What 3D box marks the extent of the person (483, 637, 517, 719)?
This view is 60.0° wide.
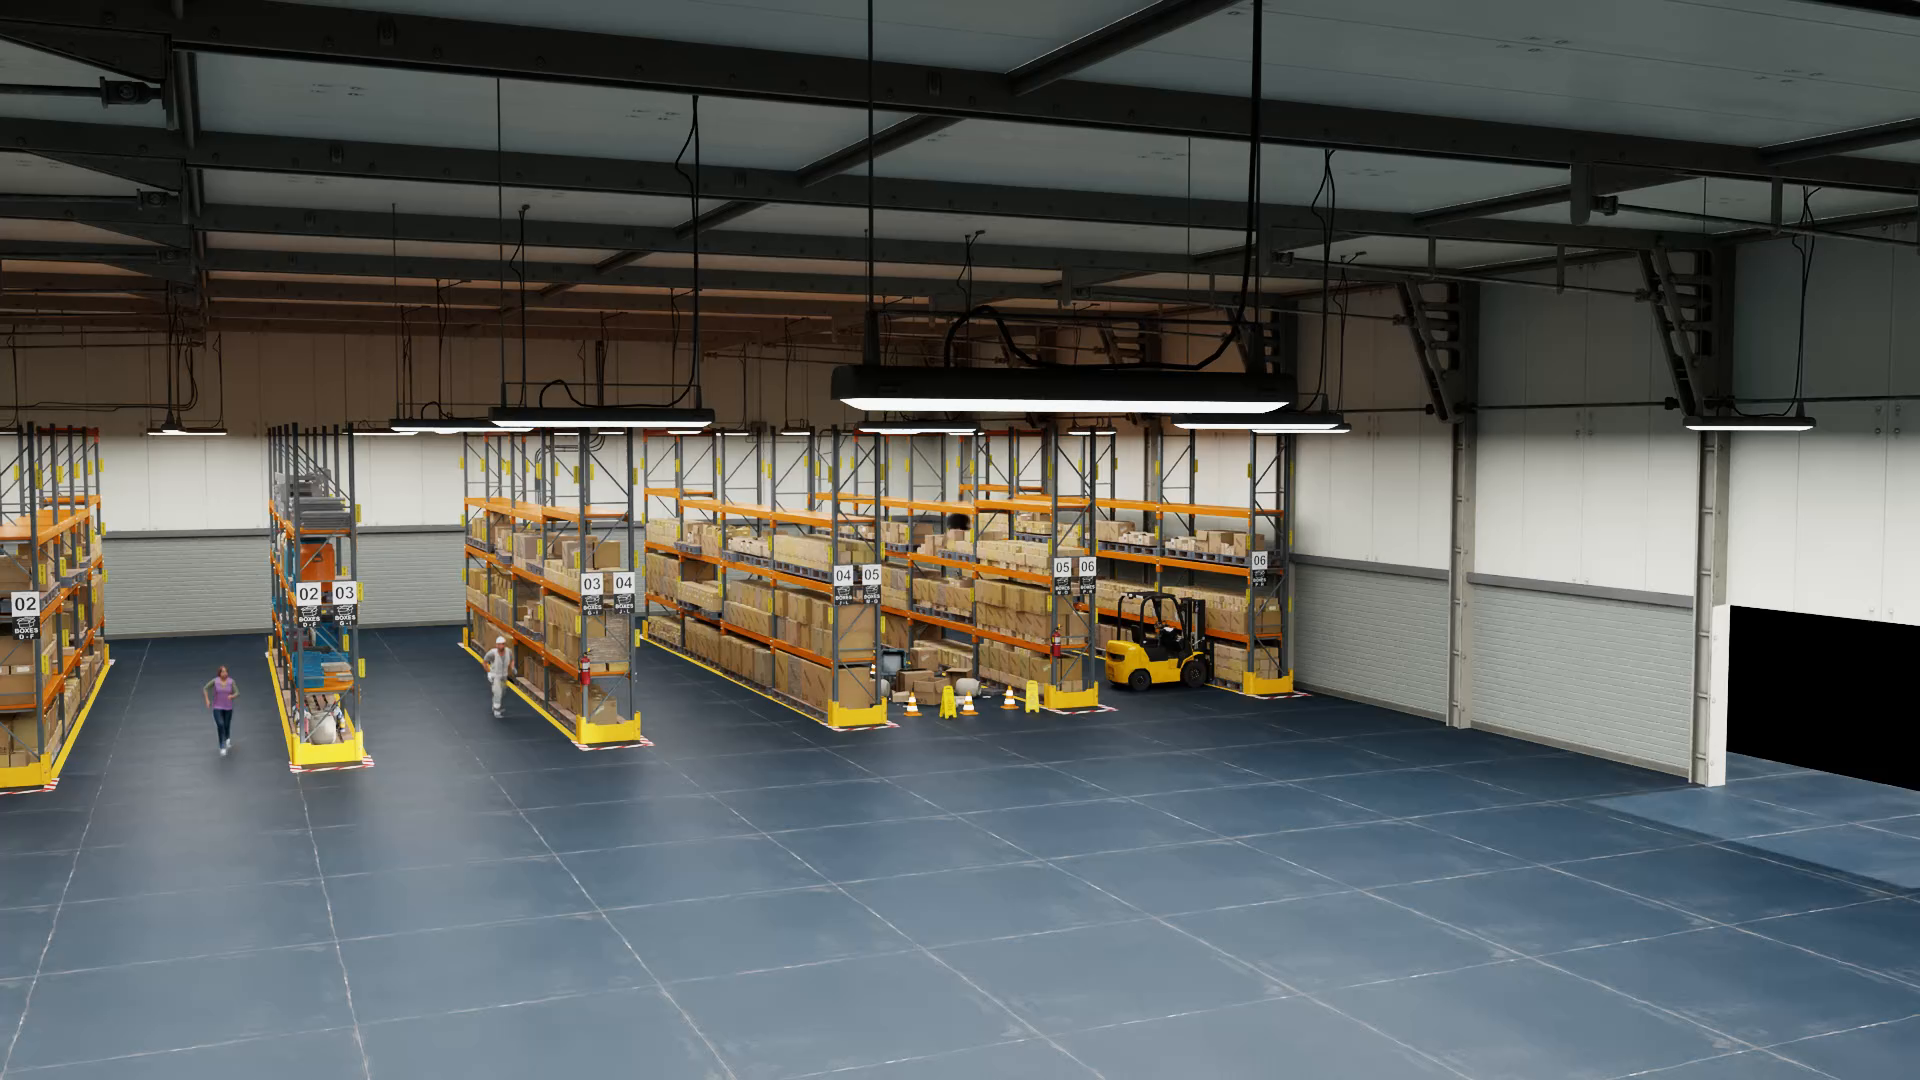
[{"bbox_3d":[-9.438,2.798,34.083,0.919,1.702,0.690,3,5,40],"label":"person"}]

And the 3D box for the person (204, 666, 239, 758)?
[{"bbox_3d":[-13.385,3.077,30.162,0.571,1.621,0.869,-2,4,-31],"label":"person"}]
